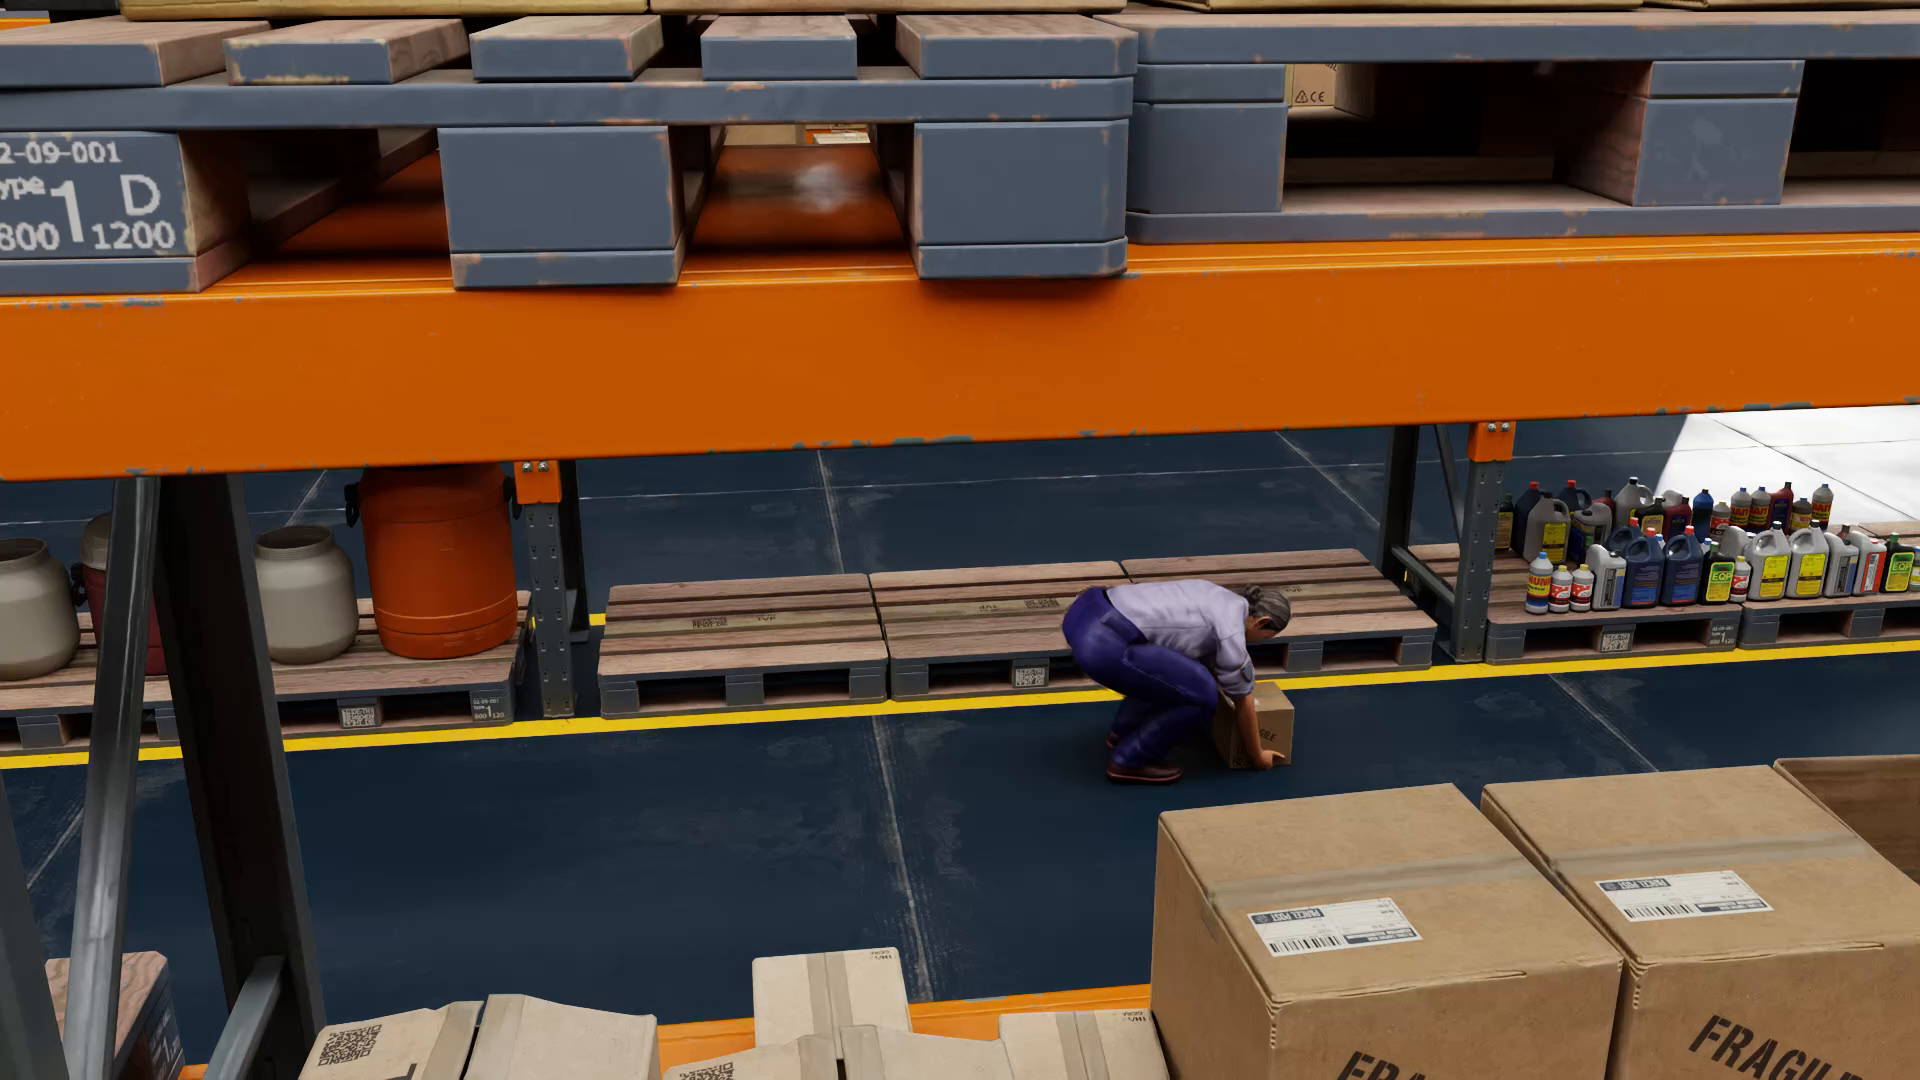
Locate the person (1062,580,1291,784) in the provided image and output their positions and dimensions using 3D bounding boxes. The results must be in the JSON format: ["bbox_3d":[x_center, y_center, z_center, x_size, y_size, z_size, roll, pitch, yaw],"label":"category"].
[{"bbox_3d":[0.848,0.528,6.486,0.905,0.763,0.504,-3,20,-9],"label":"person"}]
